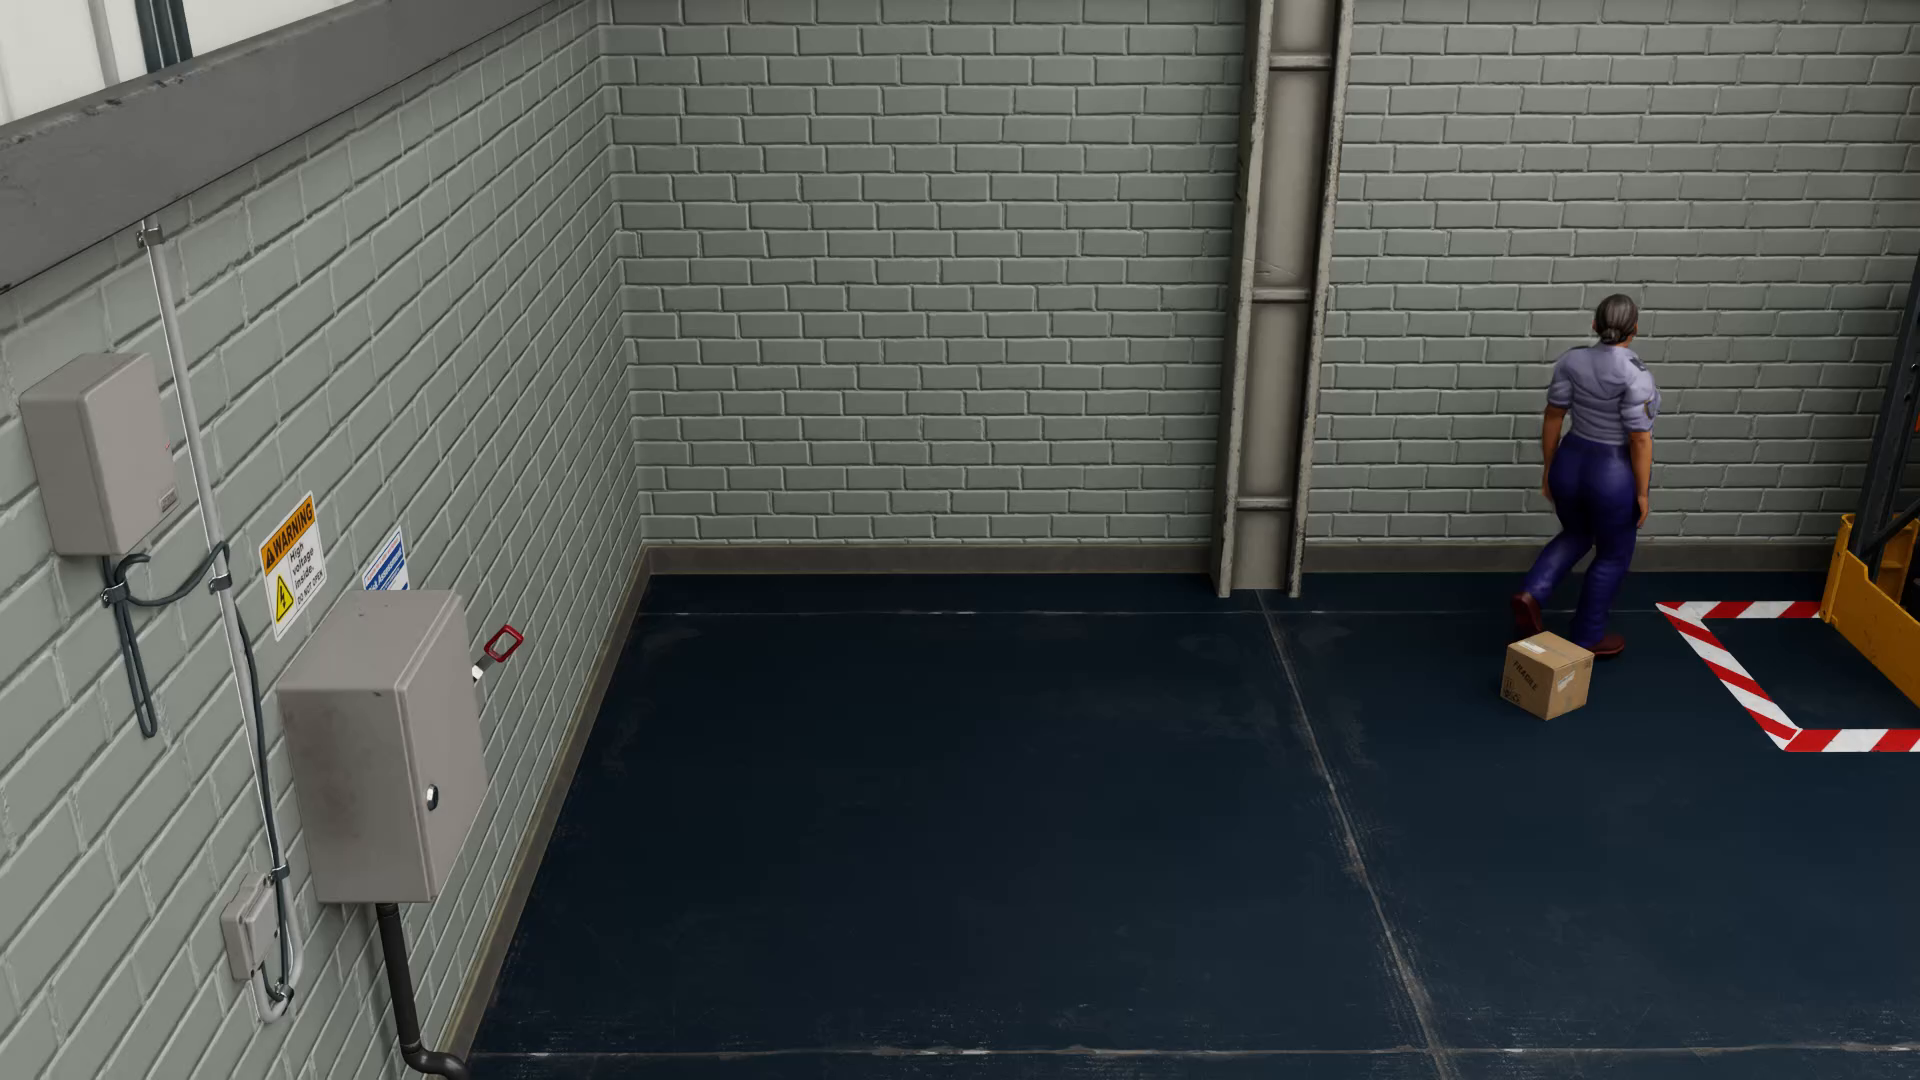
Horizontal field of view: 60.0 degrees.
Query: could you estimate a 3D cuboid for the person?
[{"bbox_3d":[2.717,-0.259,7.145,0.497,1.633,0.507,-15,28,-29],"label":"person"}]
